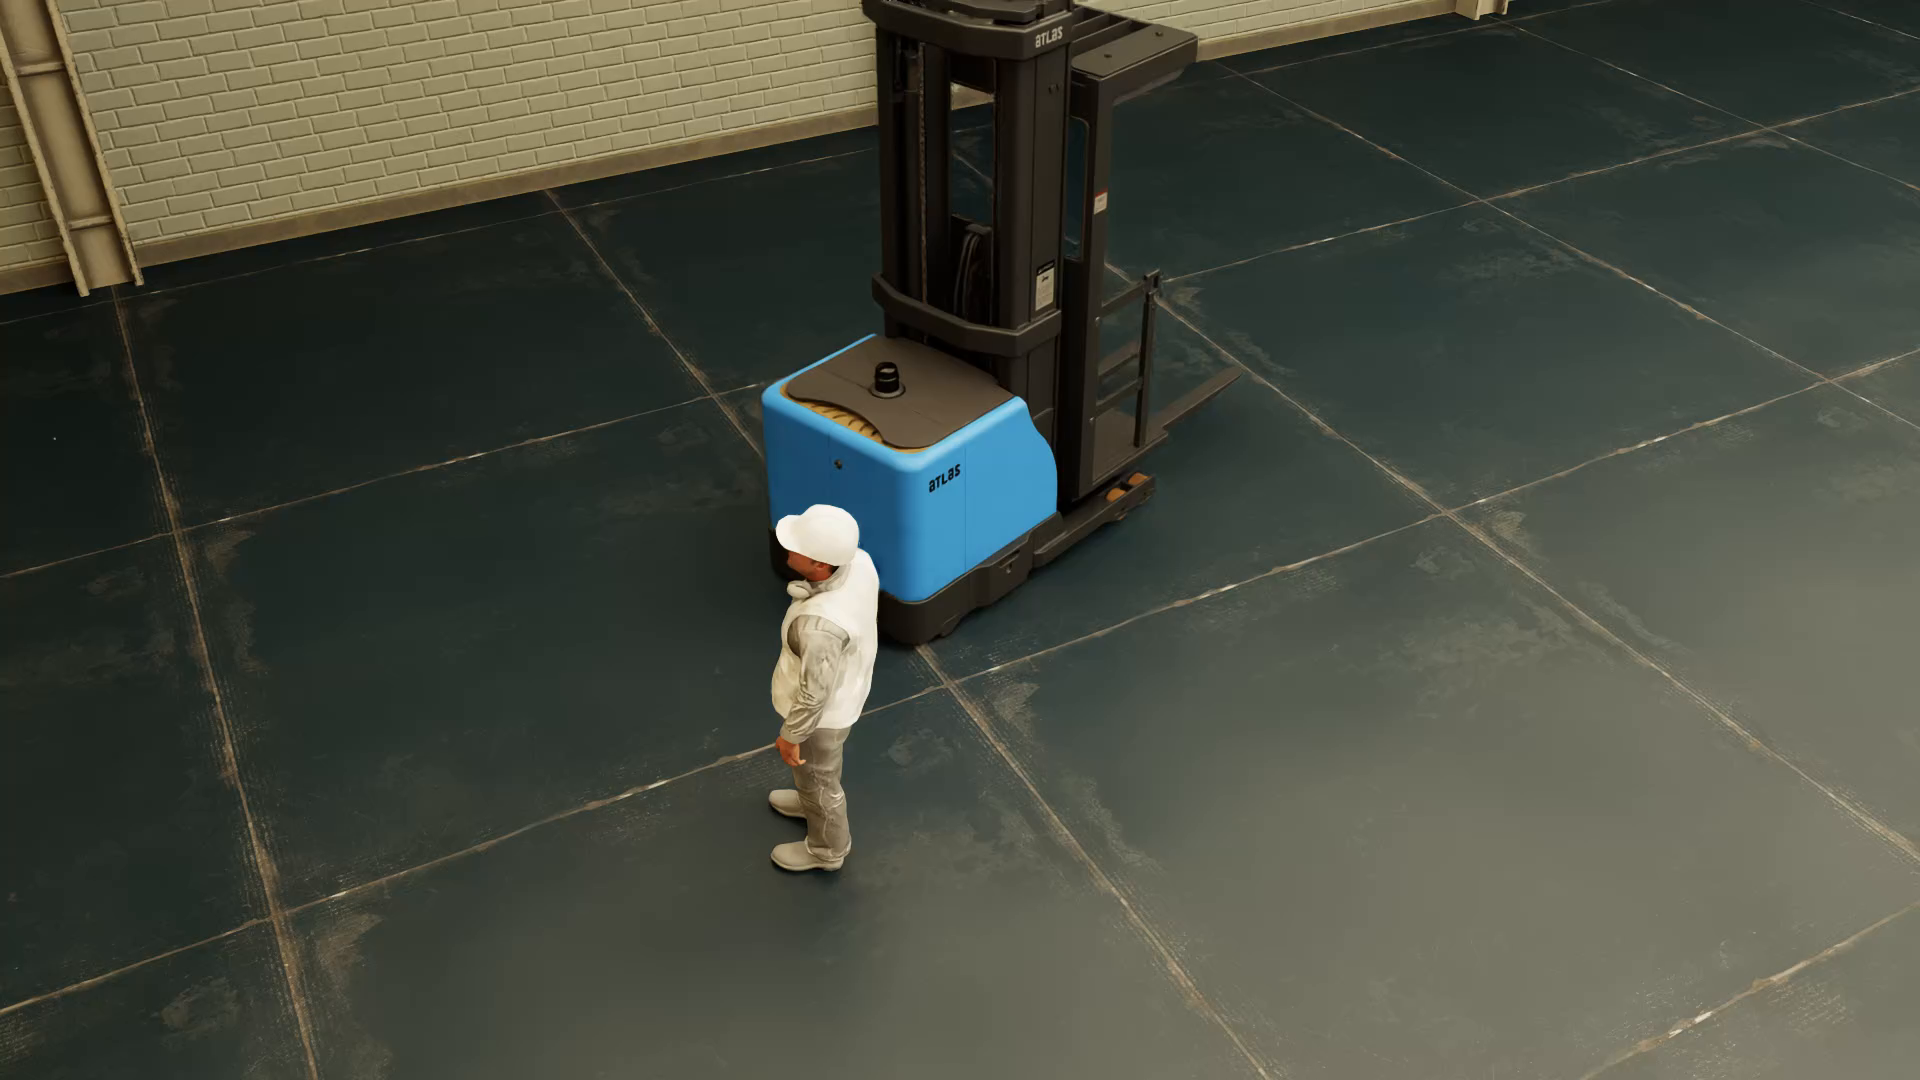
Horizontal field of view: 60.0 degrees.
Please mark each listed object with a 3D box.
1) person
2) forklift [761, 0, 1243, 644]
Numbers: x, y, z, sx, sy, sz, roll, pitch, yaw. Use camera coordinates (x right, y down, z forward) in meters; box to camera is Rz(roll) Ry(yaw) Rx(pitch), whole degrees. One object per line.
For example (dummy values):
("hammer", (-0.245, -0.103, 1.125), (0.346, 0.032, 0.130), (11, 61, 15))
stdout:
("person", (-0.591, 0.570, 6.306), (0.570, 1.773, 0.630), (8, 36, 11))
("forklift", (0.398, -1.476, 8.212), (1.130, 2.935, 3.031), (27, 43, 33))
